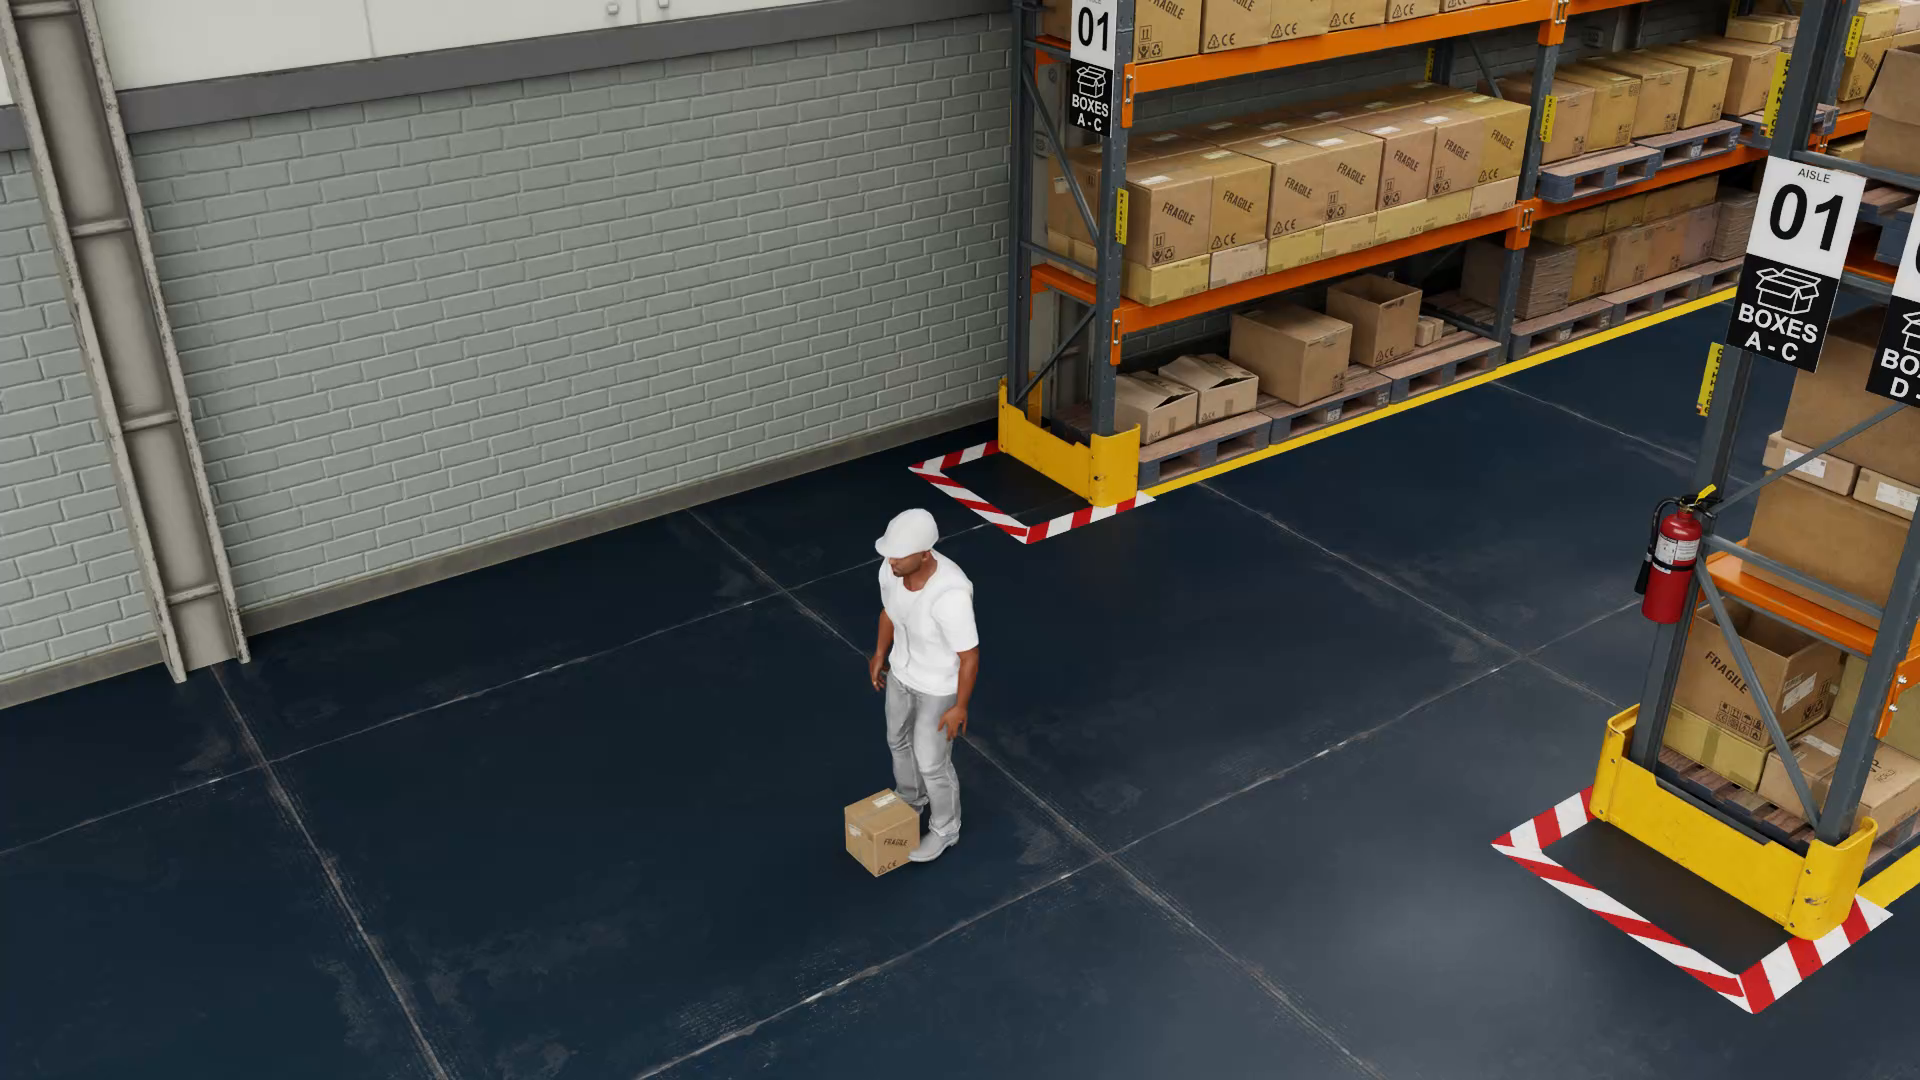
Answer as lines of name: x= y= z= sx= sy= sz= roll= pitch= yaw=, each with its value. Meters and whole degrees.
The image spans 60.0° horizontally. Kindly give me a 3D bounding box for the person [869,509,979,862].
person: x=-0.174 y=0.627 z=7.446 sx=0.455 sy=1.760 sz=0.635 roll=-21 pitch=35 yaw=-33
